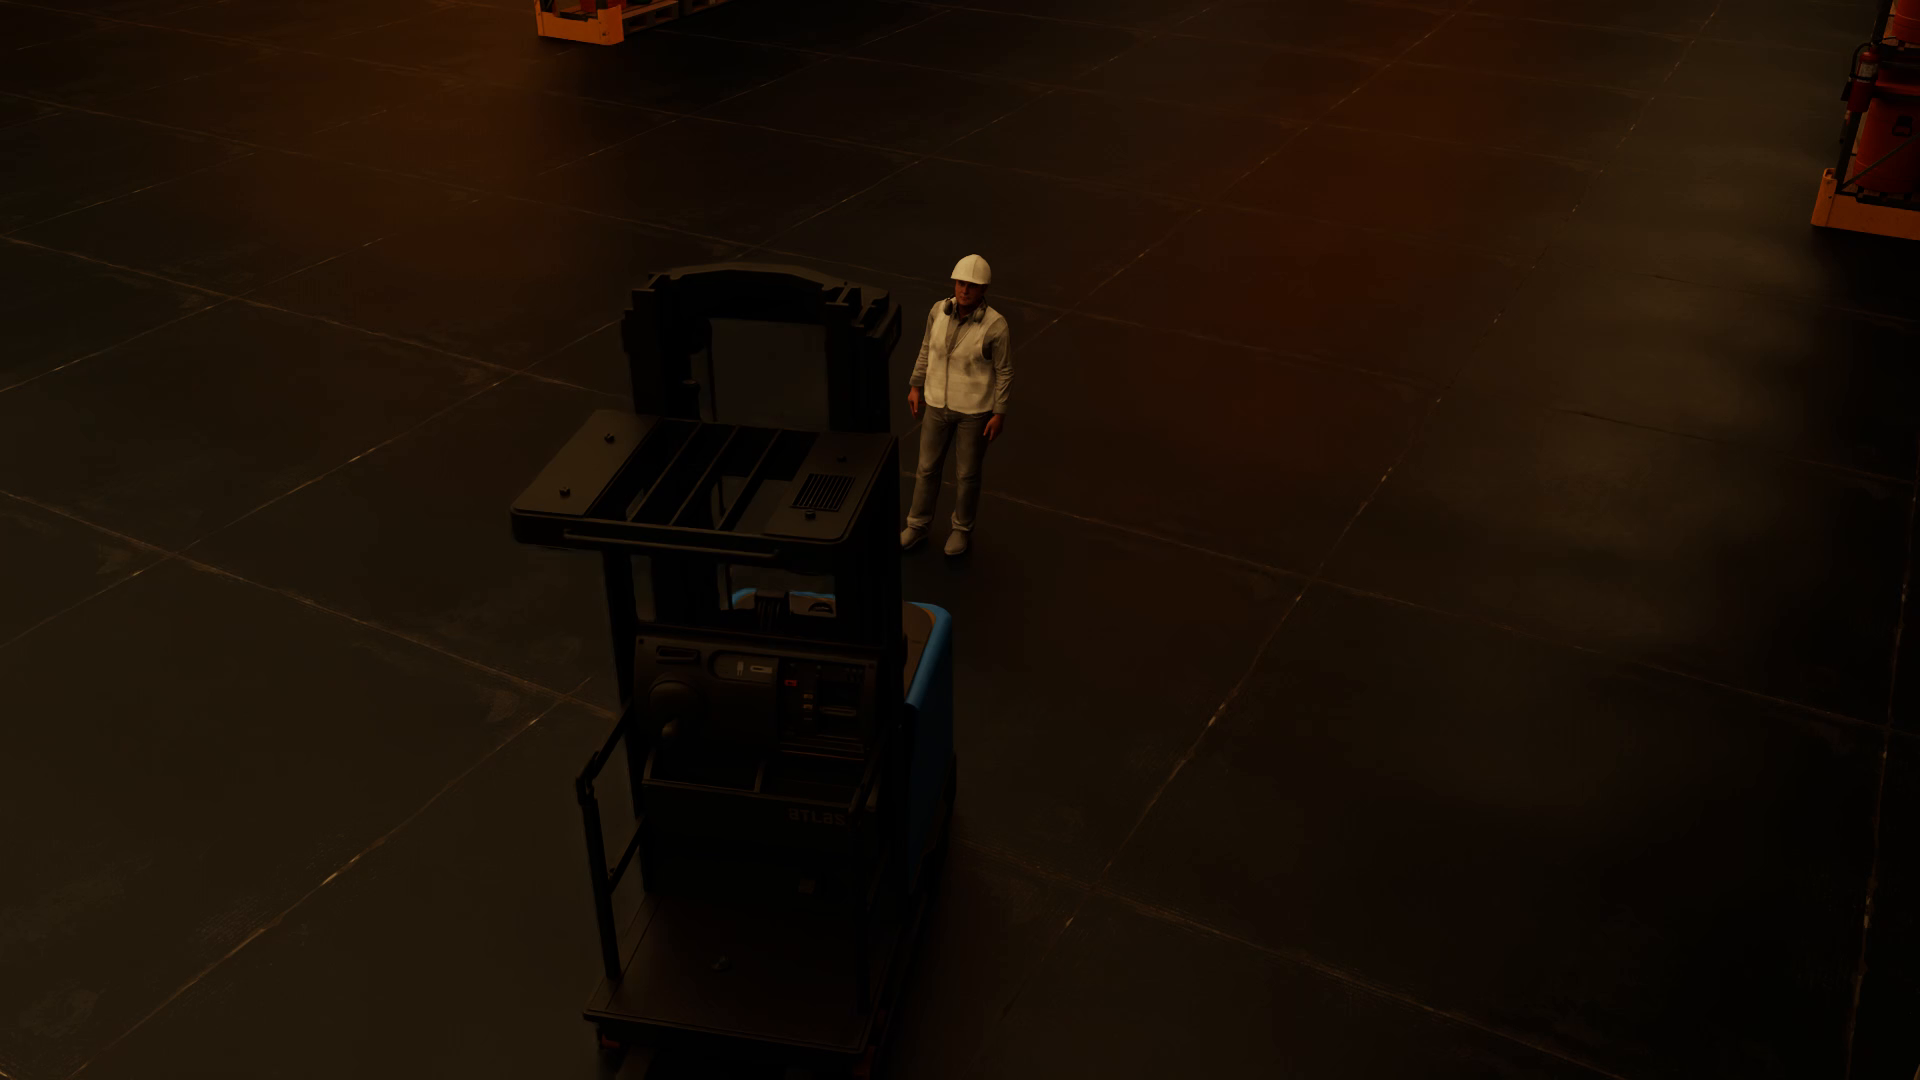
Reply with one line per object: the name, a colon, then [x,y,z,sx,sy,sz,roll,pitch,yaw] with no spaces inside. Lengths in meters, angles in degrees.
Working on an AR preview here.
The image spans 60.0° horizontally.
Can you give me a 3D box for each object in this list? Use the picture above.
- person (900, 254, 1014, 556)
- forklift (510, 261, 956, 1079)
person: [-0.037,-0.749,9.511,0.633,1.775,0.566,15,33,25]
forklift: [-0.798,0.627,5.985,1.130,2.935,3.031,5,30,9]
